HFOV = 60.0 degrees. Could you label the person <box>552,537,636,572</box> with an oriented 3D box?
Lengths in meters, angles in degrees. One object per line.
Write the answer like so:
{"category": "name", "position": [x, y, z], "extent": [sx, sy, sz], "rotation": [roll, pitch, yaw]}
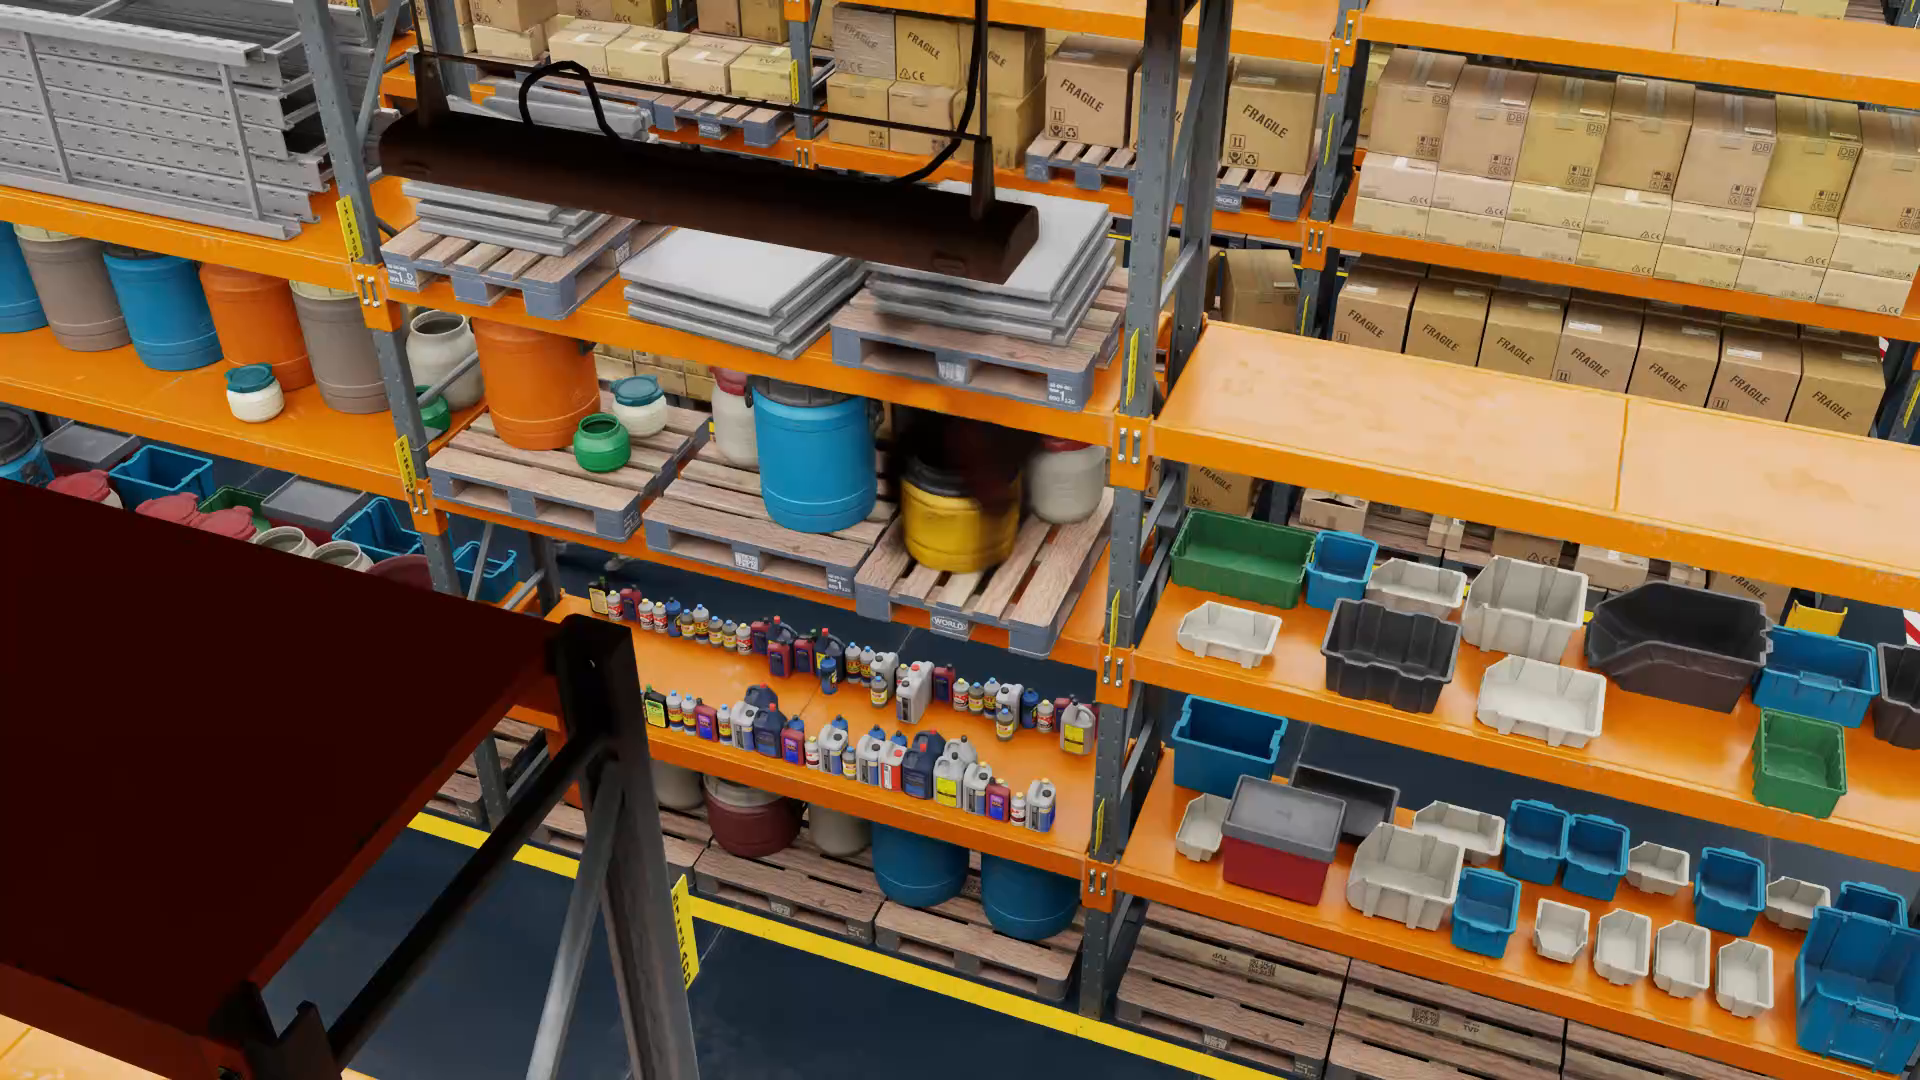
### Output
{"category": "person", "position": [-2.951, -0.533, 12.561], "extent": [0.956, 1.803, 0.674], "rotation": [8, 37, 10]}
